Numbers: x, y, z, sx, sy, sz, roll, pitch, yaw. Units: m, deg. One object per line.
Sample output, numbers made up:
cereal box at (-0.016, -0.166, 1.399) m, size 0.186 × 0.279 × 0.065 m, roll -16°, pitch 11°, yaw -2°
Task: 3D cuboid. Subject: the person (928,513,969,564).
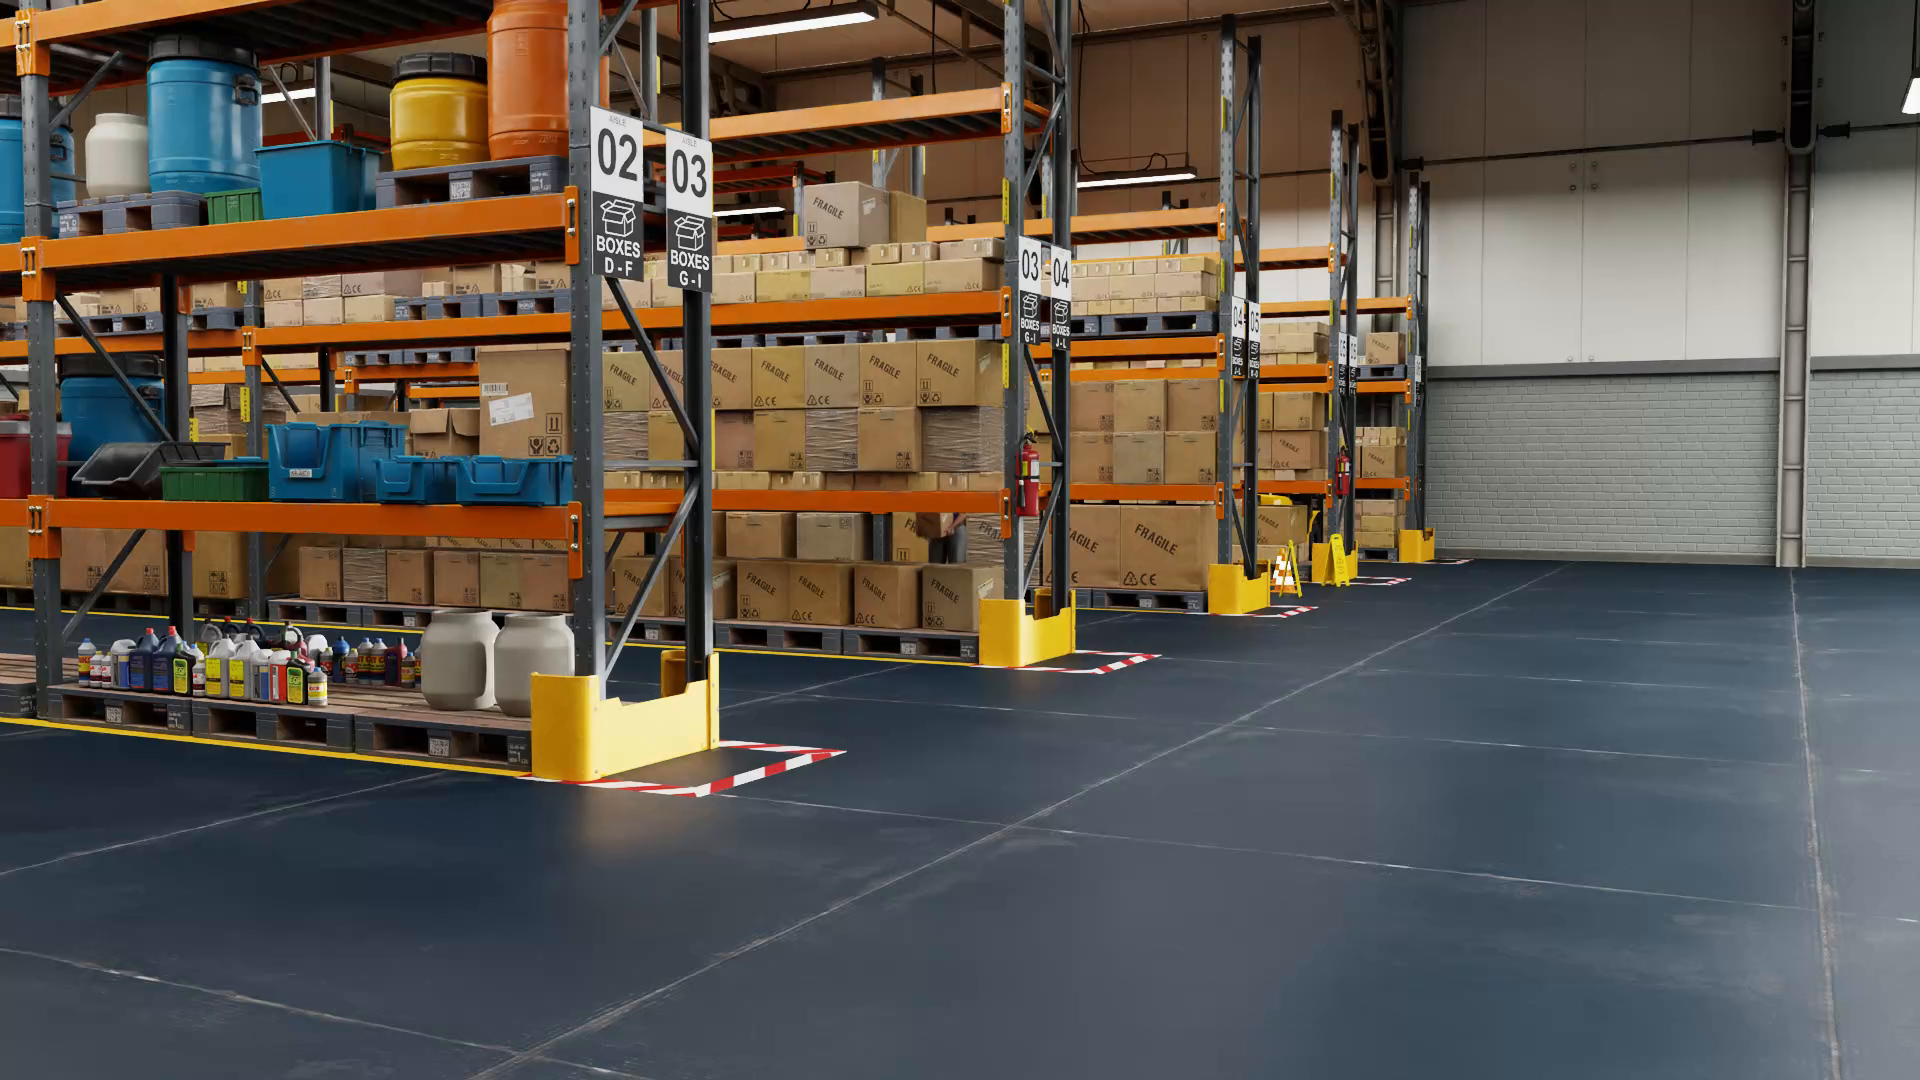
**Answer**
person at (-0.149, -0.035, 15.114) m, size 0.451 × 1.576 × 0.498 m, roll 1°, pitch 3°, yaw 27°
